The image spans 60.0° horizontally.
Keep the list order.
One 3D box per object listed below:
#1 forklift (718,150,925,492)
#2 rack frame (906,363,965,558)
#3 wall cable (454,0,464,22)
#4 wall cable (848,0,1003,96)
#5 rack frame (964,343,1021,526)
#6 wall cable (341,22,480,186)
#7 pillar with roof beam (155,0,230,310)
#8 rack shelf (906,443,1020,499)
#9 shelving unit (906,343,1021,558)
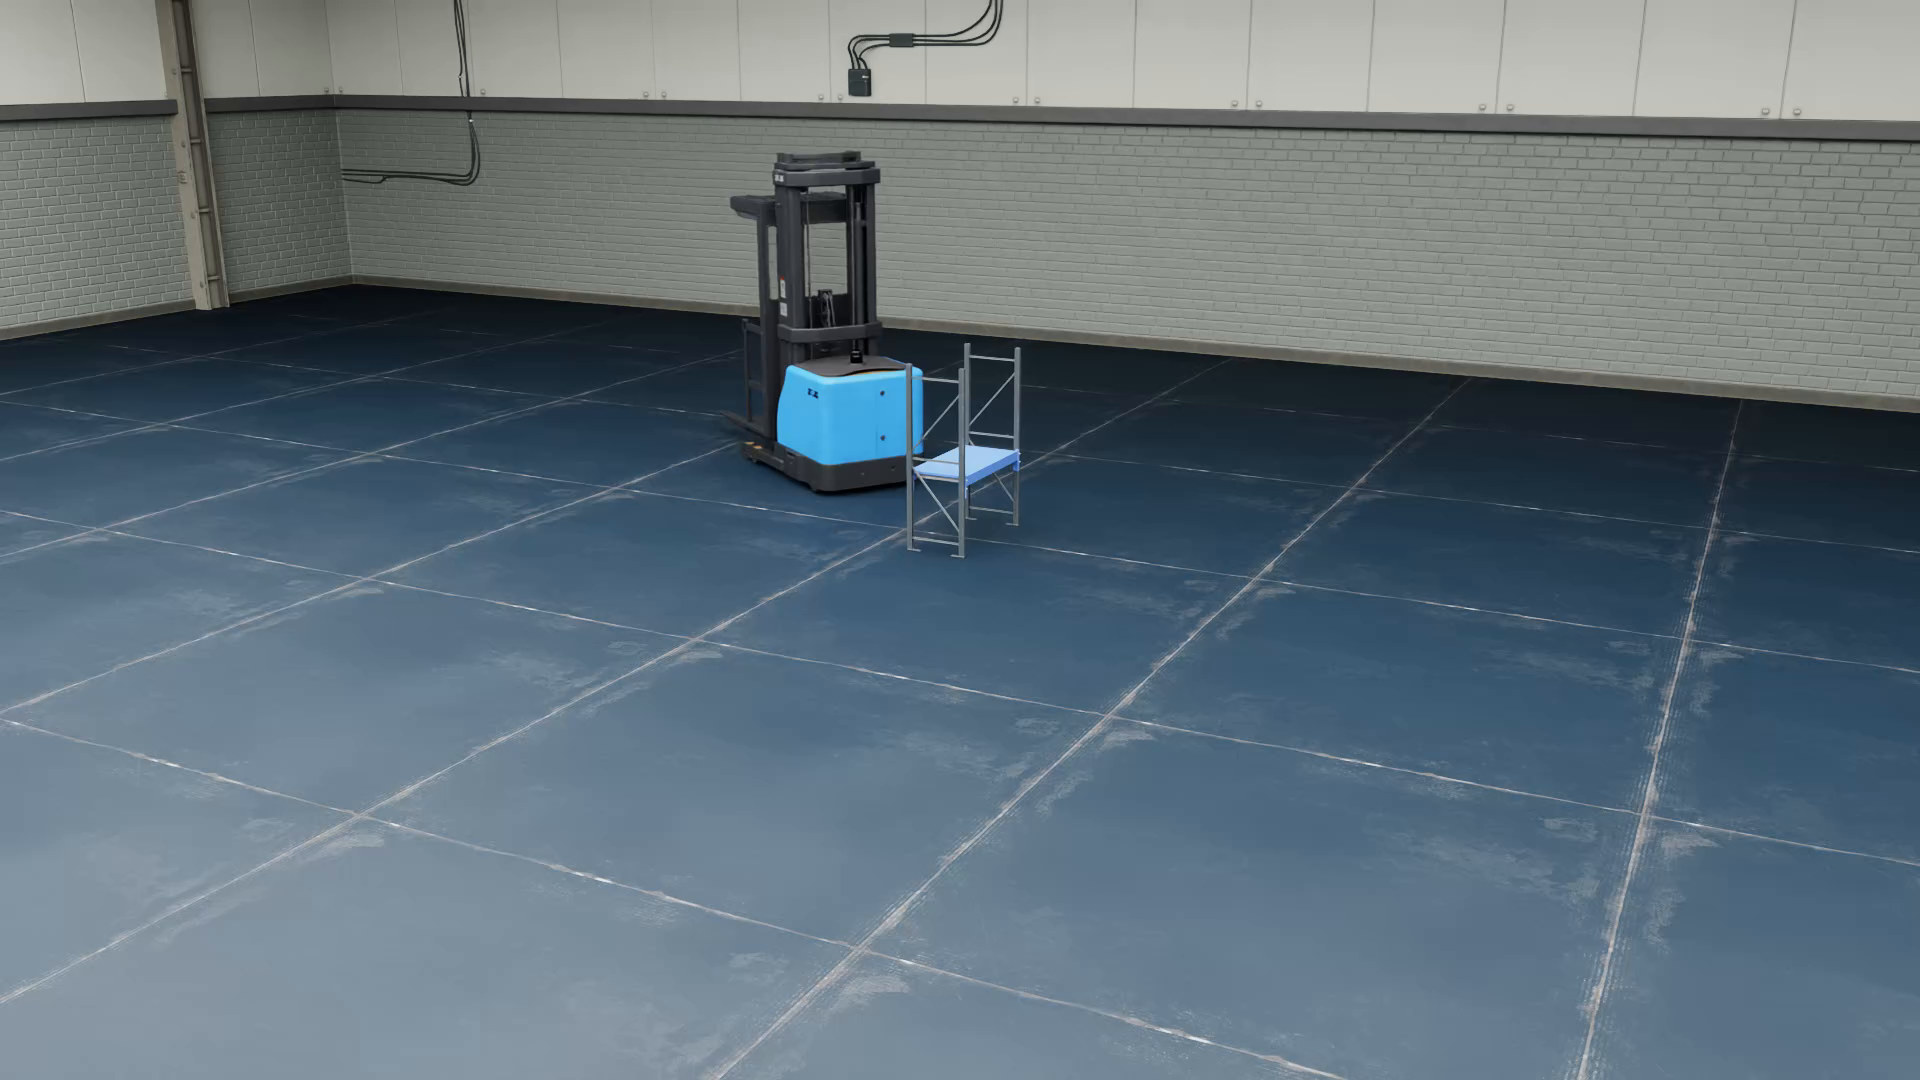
[{"bbox_3d":[-1.477,-2.204,15.798,1.130,2.935,3.031,-9,19,-28],"label":"forklift"},{"bbox_3d":[-0.189,-0.611,12.948,0.500,1.500,0.032,8,18,25],"label":"rack frame"},{"bbox_3d":[-6.560,-9.052,24.781,3.097,2.526,0.112,8,18,25],"label":"wall cable"},{"bbox_3d":[-0.494,-8.882,21.652,2.305,6.003,0.169,8,18,25],"label":"wall cable"},{"bbox_3d":[0.265,-0.870,13.820,0.500,1.500,0.032,8,18,25],"label":"rack frame"},{"bbox_3d":[-8.980,-6.976,26.658,3.097,2.526,0.112,8,18,25],"label":"wall cable"},{"bbox_3d":[-7.628,-7.334,22.412,9.100,9.000,0.400,8,18,25],"label":"pillar with roof beam"},{"bbox_3d":[0.038,-0.568,13.435,0.538,0.185,1.000,8,18,25],"label":"rack shelf"},{"bbox_3d":[0.038,-0.741,13.384,0.538,1.500,1.048,8,18,25],"label":"shelving unit"}]
